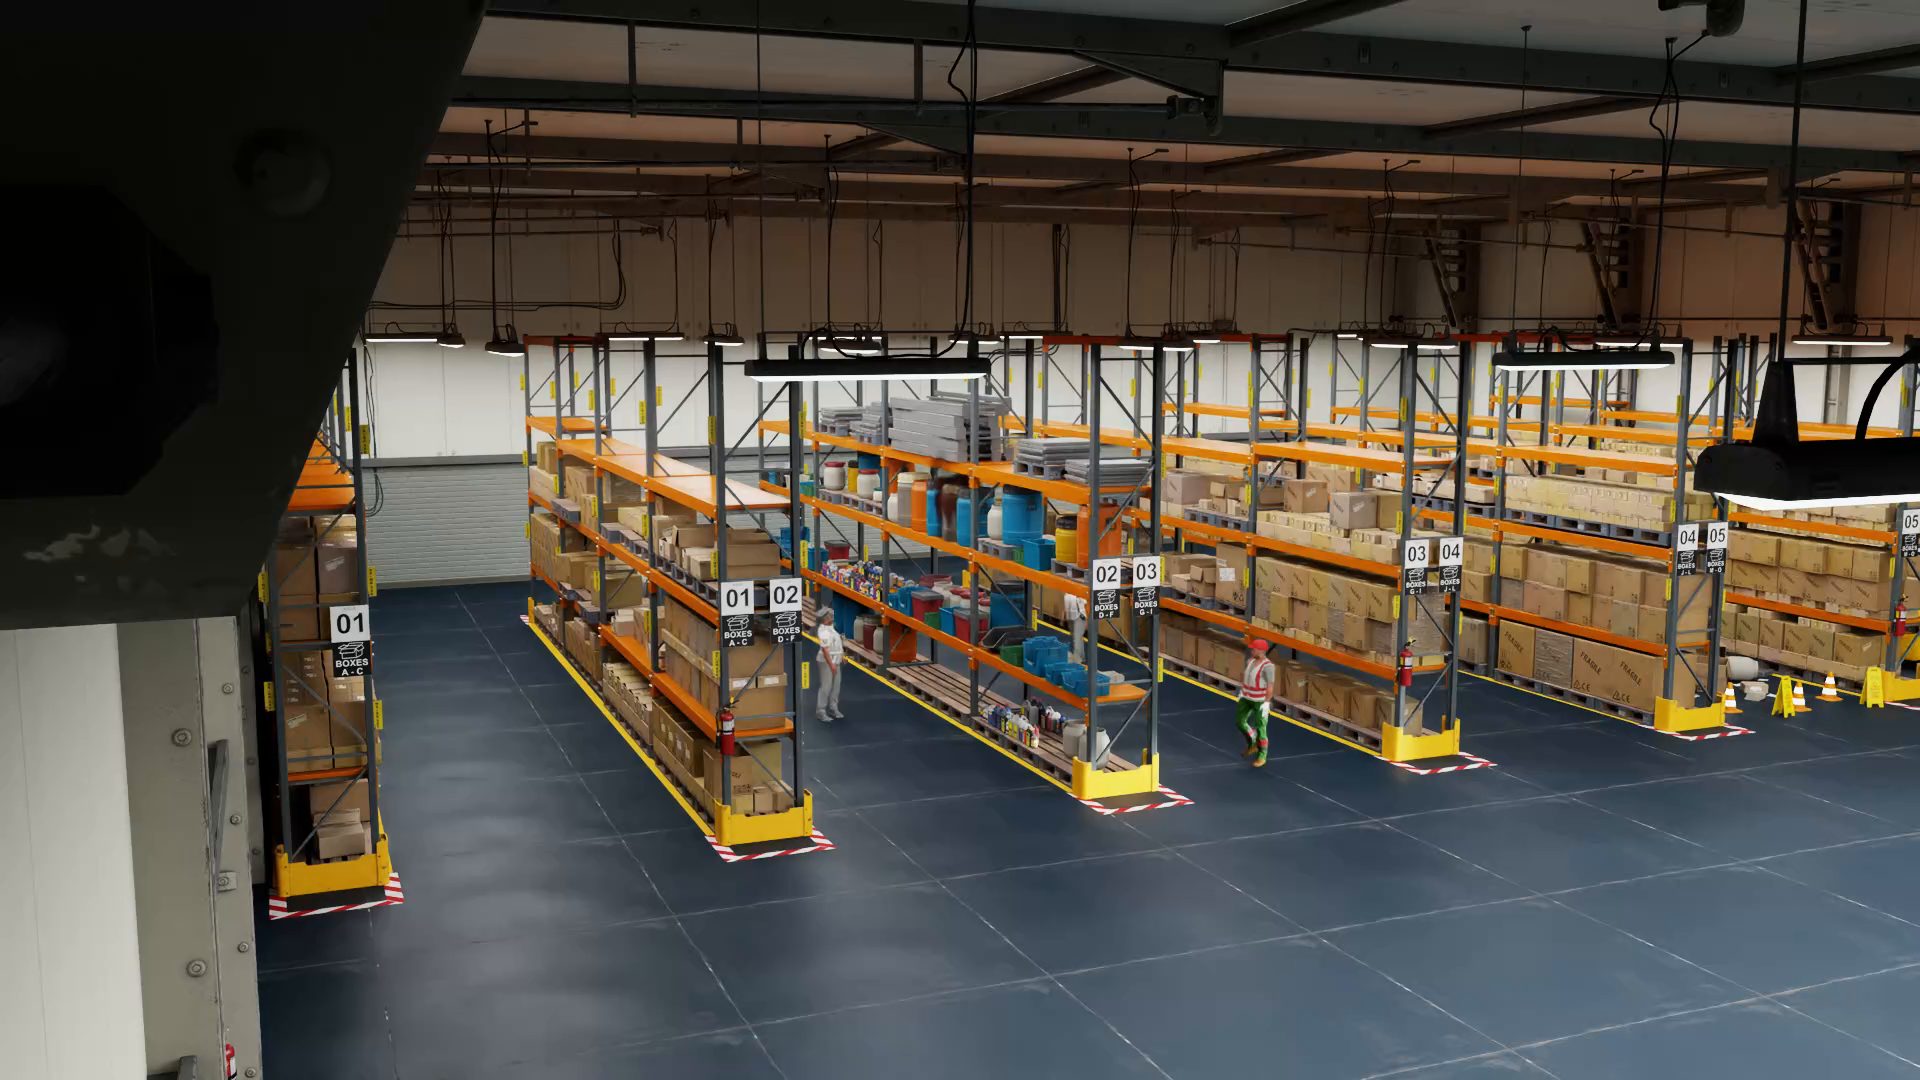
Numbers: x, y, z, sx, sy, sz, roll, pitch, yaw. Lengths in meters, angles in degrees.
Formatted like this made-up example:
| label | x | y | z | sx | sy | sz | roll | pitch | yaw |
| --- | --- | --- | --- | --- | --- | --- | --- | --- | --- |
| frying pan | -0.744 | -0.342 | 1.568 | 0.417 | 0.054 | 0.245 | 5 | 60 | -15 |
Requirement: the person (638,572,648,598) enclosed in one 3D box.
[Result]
| label | x | y | z | sx | sy | sz | roll | pitch | yaw |
| --- | --- | --- | --- | --- | --- | --- | --- | --- | --- |
| person | -6.615 | 0.843 | 35.183 | 0.585 | 1.631 | 0.834 | -4 | 9 | -28 |

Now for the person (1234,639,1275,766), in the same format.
| label | x | y | z | sx | sy | sz | roll | pitch | yaw |
| --- | --- | --- | --- | --- | --- | --- | --- | --- | --- |
| person | 4.208 | 2.286 | 23.739 | 0.515 | 1.788 | 0.625 | -7 | 10 | -41 |

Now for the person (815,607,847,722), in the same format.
| label | x | y | z | sx | sy | sz | roll | pitch | yaw |
| --- | --- | --- | --- | --- | --- | --- | --- | --- | --- |
| person | -2.056 | 1.946 | 26.390 | 0.419 | 1.810 | 0.614 | 2 | 8 | 18 |

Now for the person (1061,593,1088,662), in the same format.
| label | x | y | z | sx | sy | sz | roll | pitch | yaw |
| --- | --- | --- | --- | --- | --- | --- | --- | --- | --- |
| person | 2.073 | 1.465 | 30.486 | 0.613 | 1.648 | 0.504 | -5 | 9 | -35 |
